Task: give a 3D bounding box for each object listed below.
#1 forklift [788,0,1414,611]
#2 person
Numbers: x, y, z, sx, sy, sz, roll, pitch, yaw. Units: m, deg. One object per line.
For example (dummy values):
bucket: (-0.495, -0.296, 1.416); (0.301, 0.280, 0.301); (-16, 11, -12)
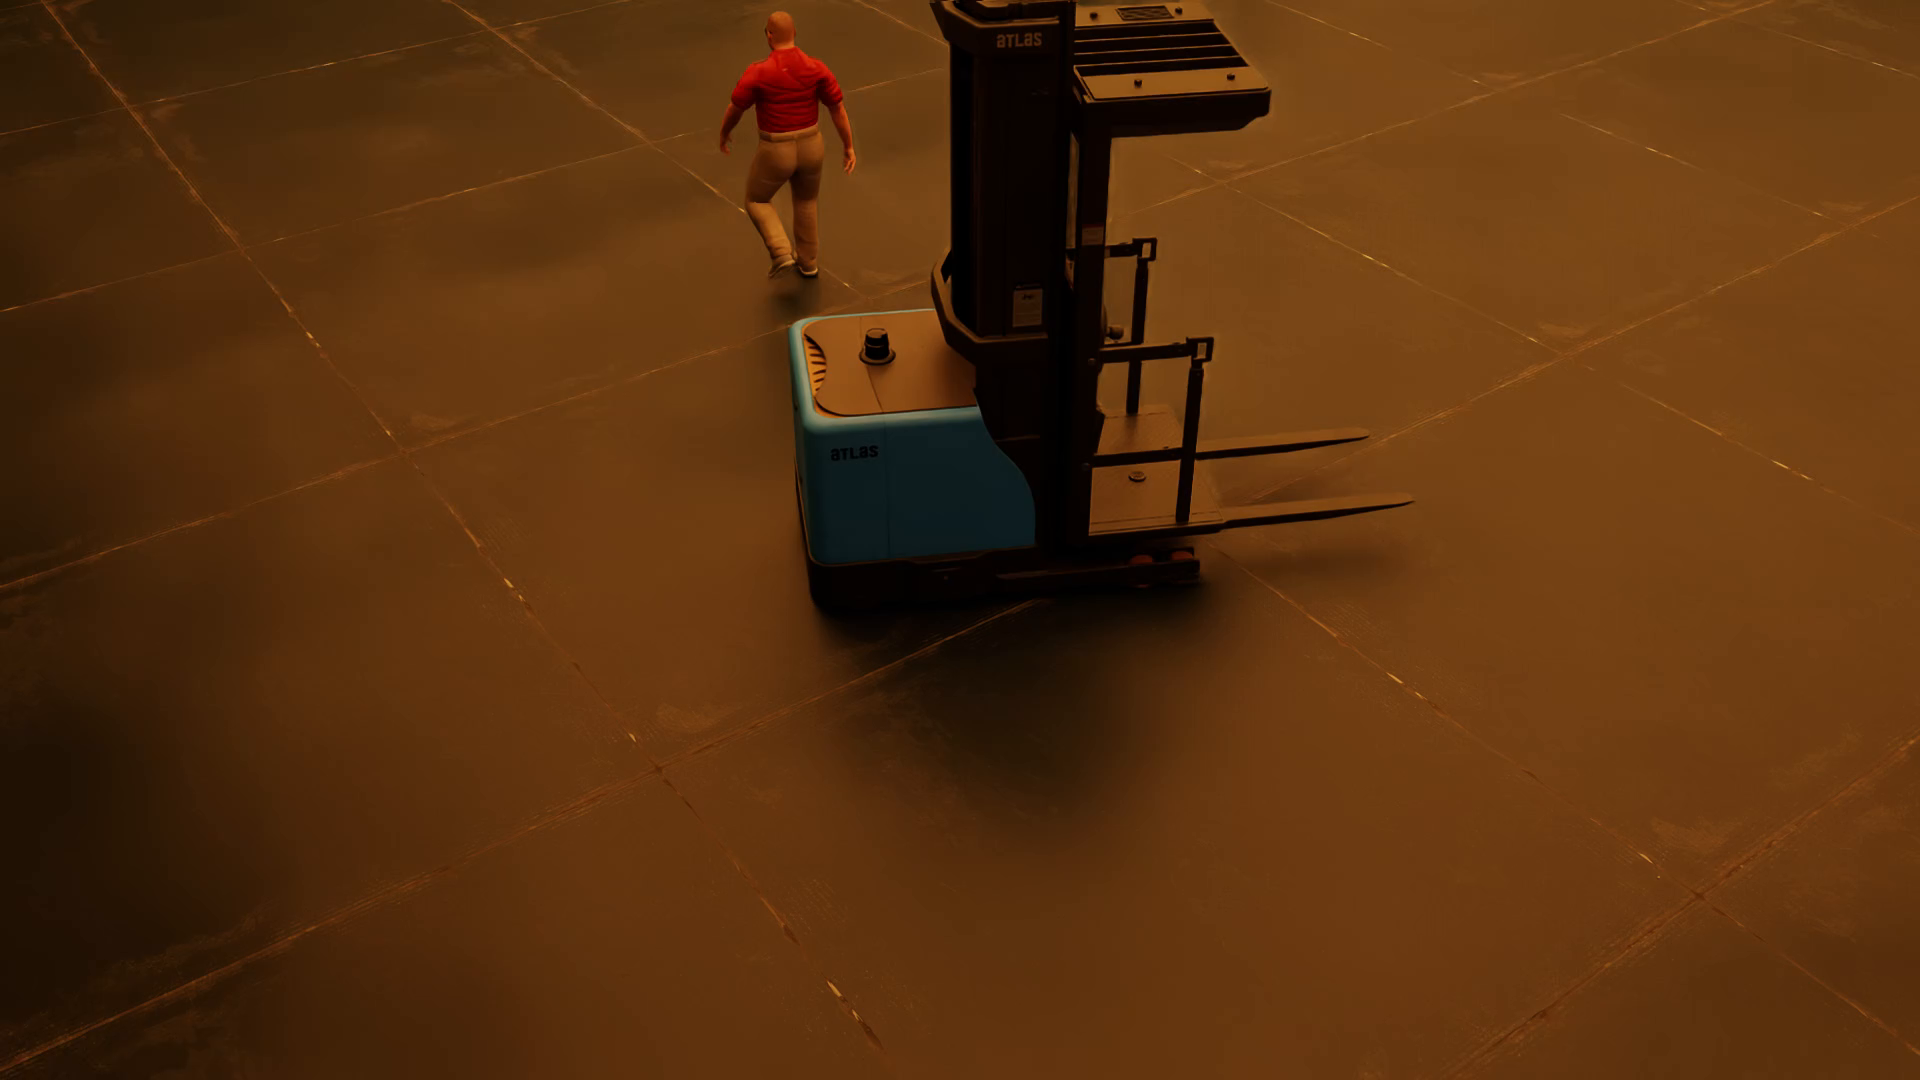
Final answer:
forklift: (0.719, -1.247, 7.631); (3.031, 2.935, 1.130); (-5, 37, -7)
person: (-1.050, -2.385, 10.202); (0.760, 1.709, 0.533); (-14, 39, -18)
